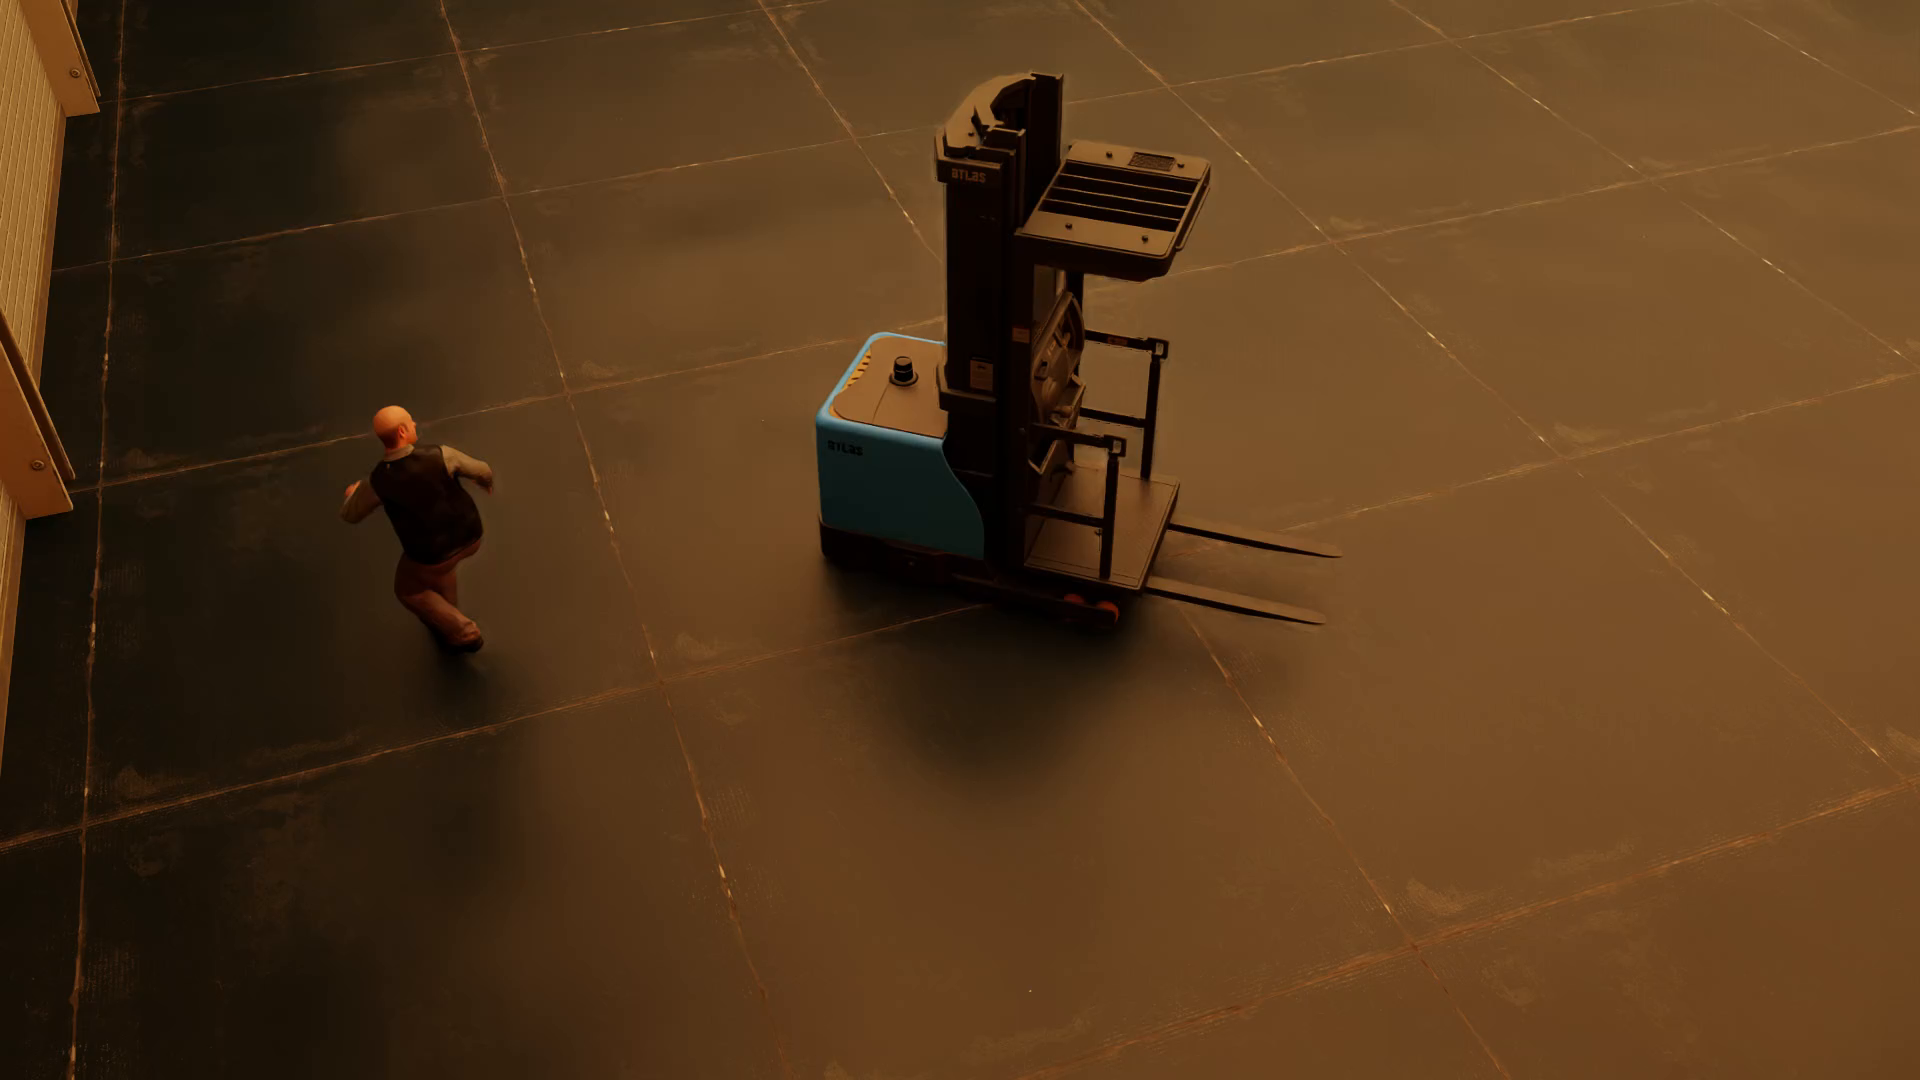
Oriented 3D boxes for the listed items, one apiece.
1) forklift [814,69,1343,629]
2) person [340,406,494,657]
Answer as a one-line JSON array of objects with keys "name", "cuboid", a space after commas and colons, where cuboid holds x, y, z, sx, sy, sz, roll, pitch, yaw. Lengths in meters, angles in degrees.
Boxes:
[{"name": "forklift", "cuboid": [0.728, -0.991, 9.177, 3.031, 2.935, 1.130, 12, 42, 14]}, {"name": "person", "cuboid": [-2.941, -0.101, 9.146, 0.782, 1.605, 0.835, 32, 49, 32]}]
